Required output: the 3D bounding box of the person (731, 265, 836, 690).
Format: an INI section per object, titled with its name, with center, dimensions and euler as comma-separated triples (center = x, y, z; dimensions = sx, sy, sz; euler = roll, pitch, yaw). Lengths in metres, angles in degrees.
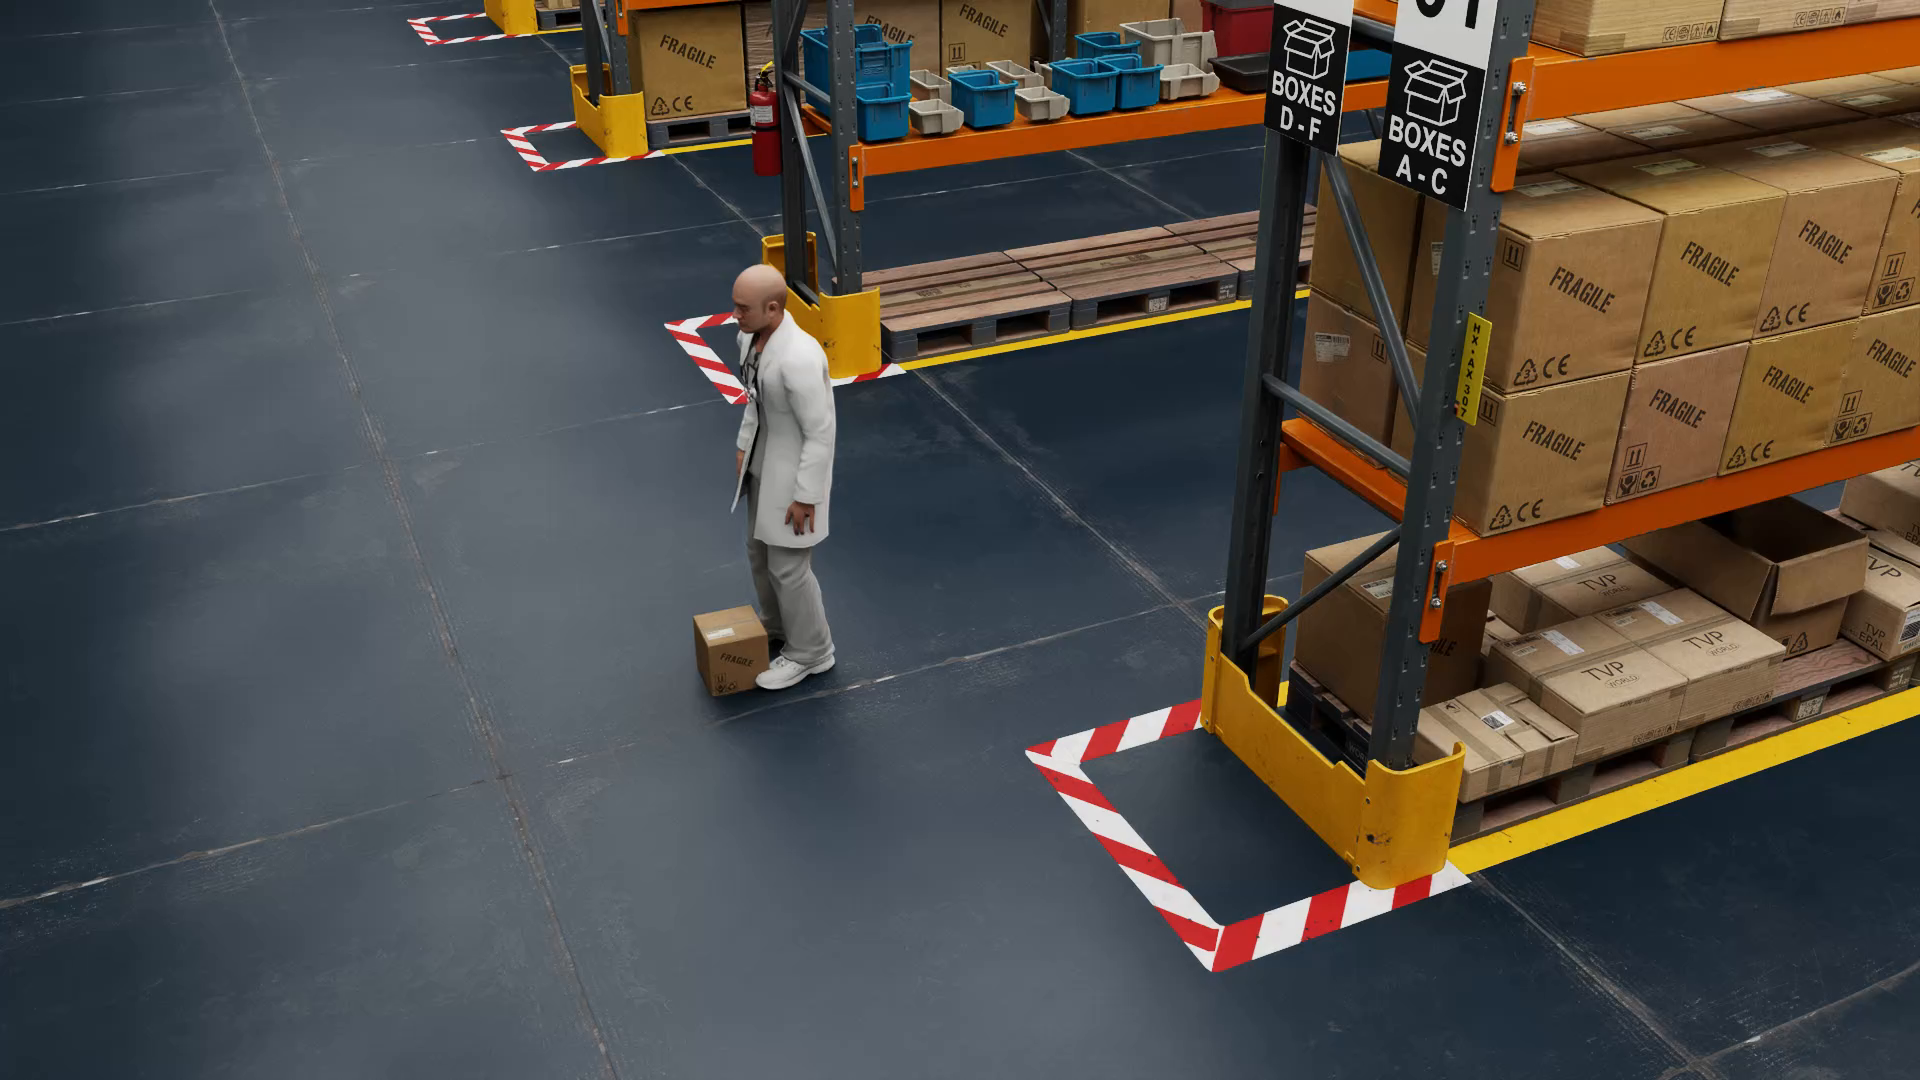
[person]
center = -0.713, -0.258, 6.608
dimensions = 0.429, 1.772, 0.649
euler = -15, 32, -25
